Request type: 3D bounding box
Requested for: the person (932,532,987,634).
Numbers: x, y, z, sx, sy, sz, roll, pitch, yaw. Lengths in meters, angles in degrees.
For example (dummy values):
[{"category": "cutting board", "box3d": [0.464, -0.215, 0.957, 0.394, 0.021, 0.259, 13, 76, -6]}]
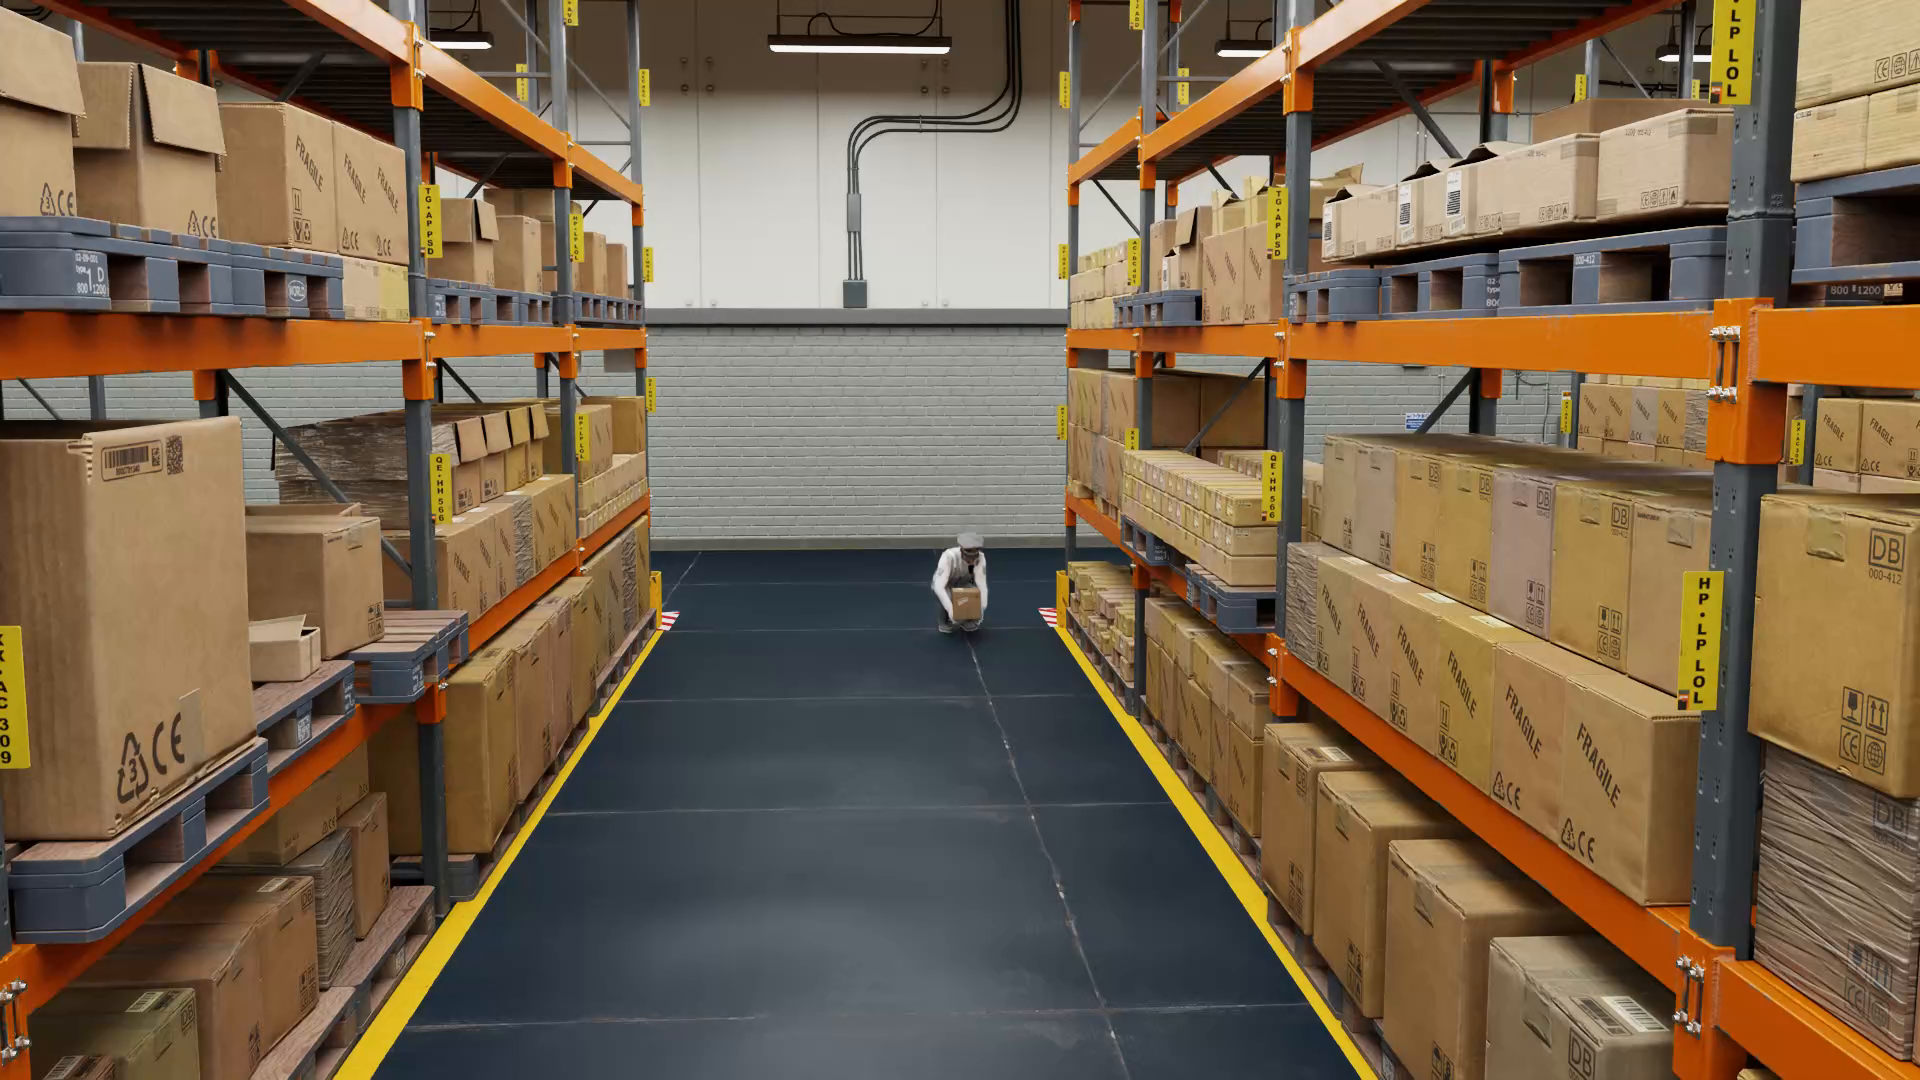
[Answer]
[{"category": "person", "box3d": [-0.014, 0.395, 15.457, 0.498, 0.968, 0.838, -2, 7, -14]}]
